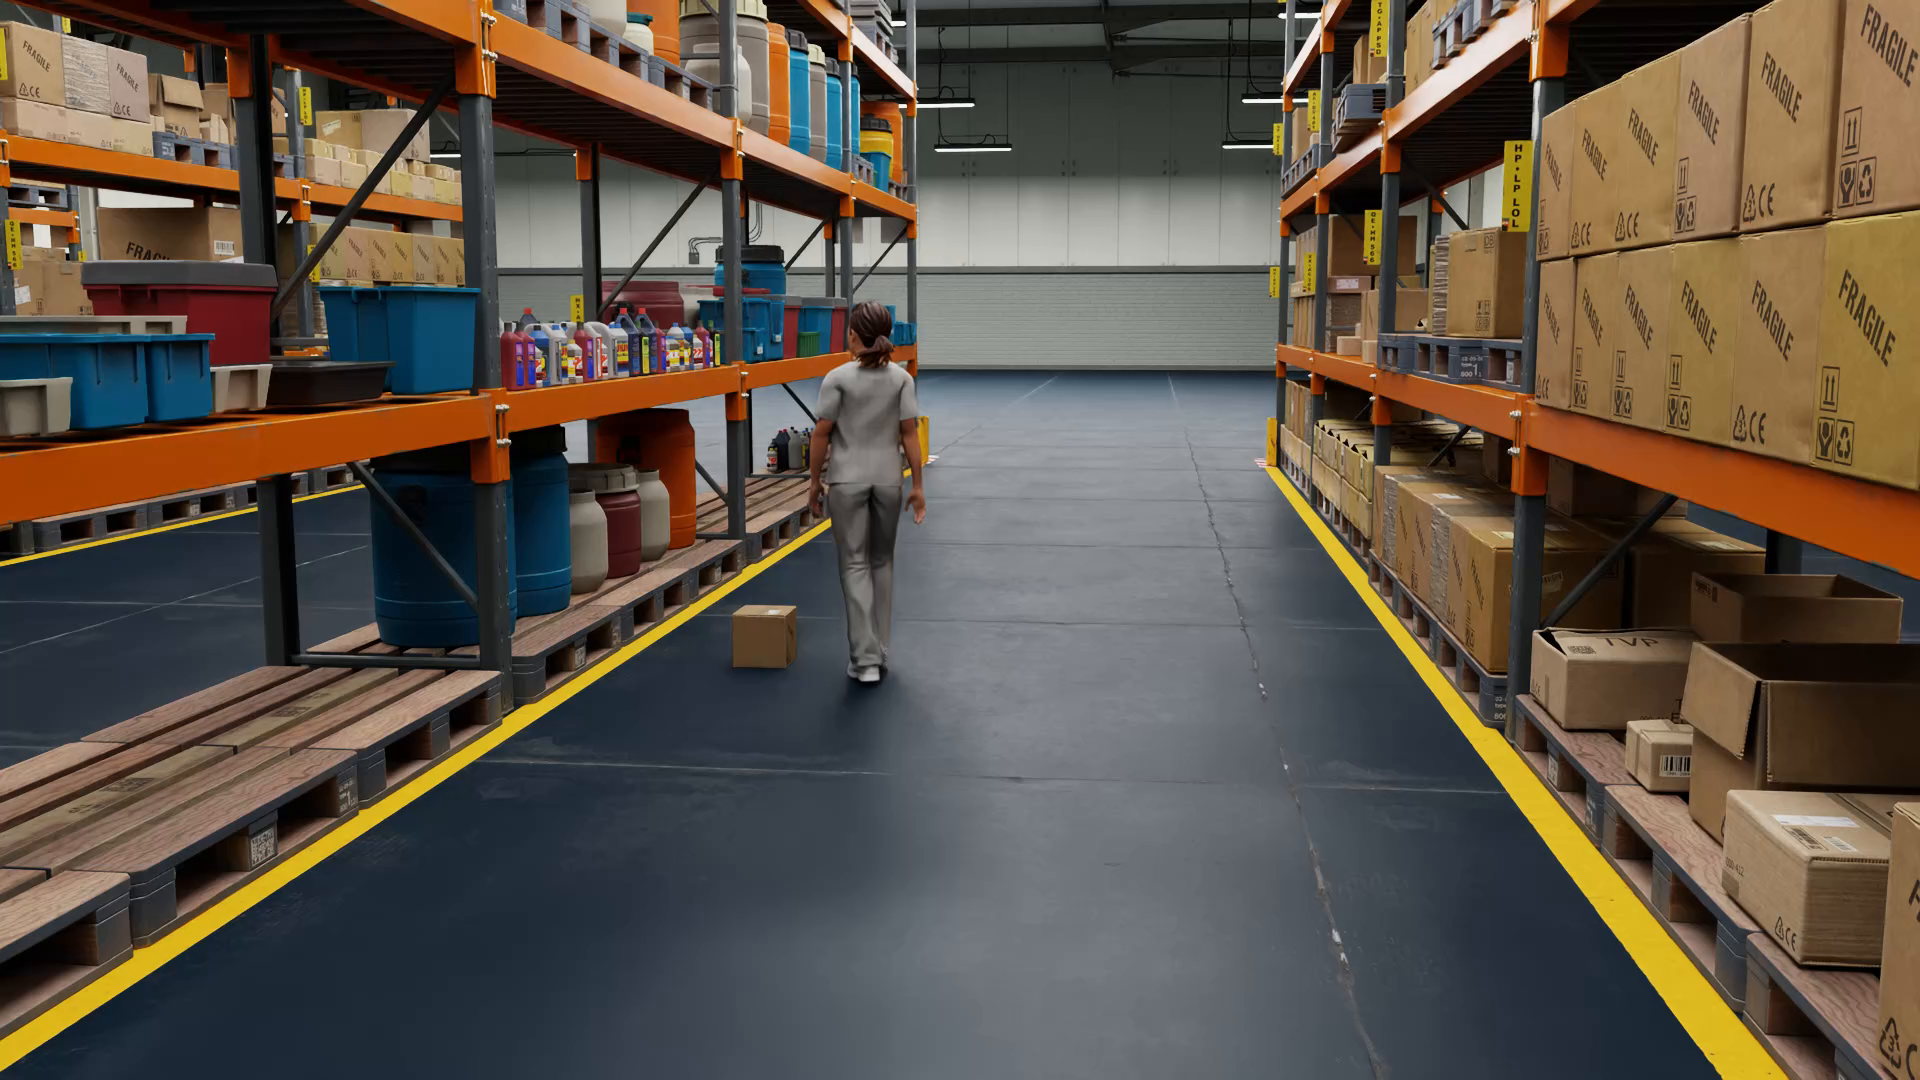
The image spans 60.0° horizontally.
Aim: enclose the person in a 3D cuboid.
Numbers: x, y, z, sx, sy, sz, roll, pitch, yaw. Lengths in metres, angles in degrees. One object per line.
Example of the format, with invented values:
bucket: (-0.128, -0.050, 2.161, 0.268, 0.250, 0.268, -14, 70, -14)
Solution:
person: (-0.436, -0.191, 7.417, 0.492, 1.731, 0.567, -3, 8, -20)
